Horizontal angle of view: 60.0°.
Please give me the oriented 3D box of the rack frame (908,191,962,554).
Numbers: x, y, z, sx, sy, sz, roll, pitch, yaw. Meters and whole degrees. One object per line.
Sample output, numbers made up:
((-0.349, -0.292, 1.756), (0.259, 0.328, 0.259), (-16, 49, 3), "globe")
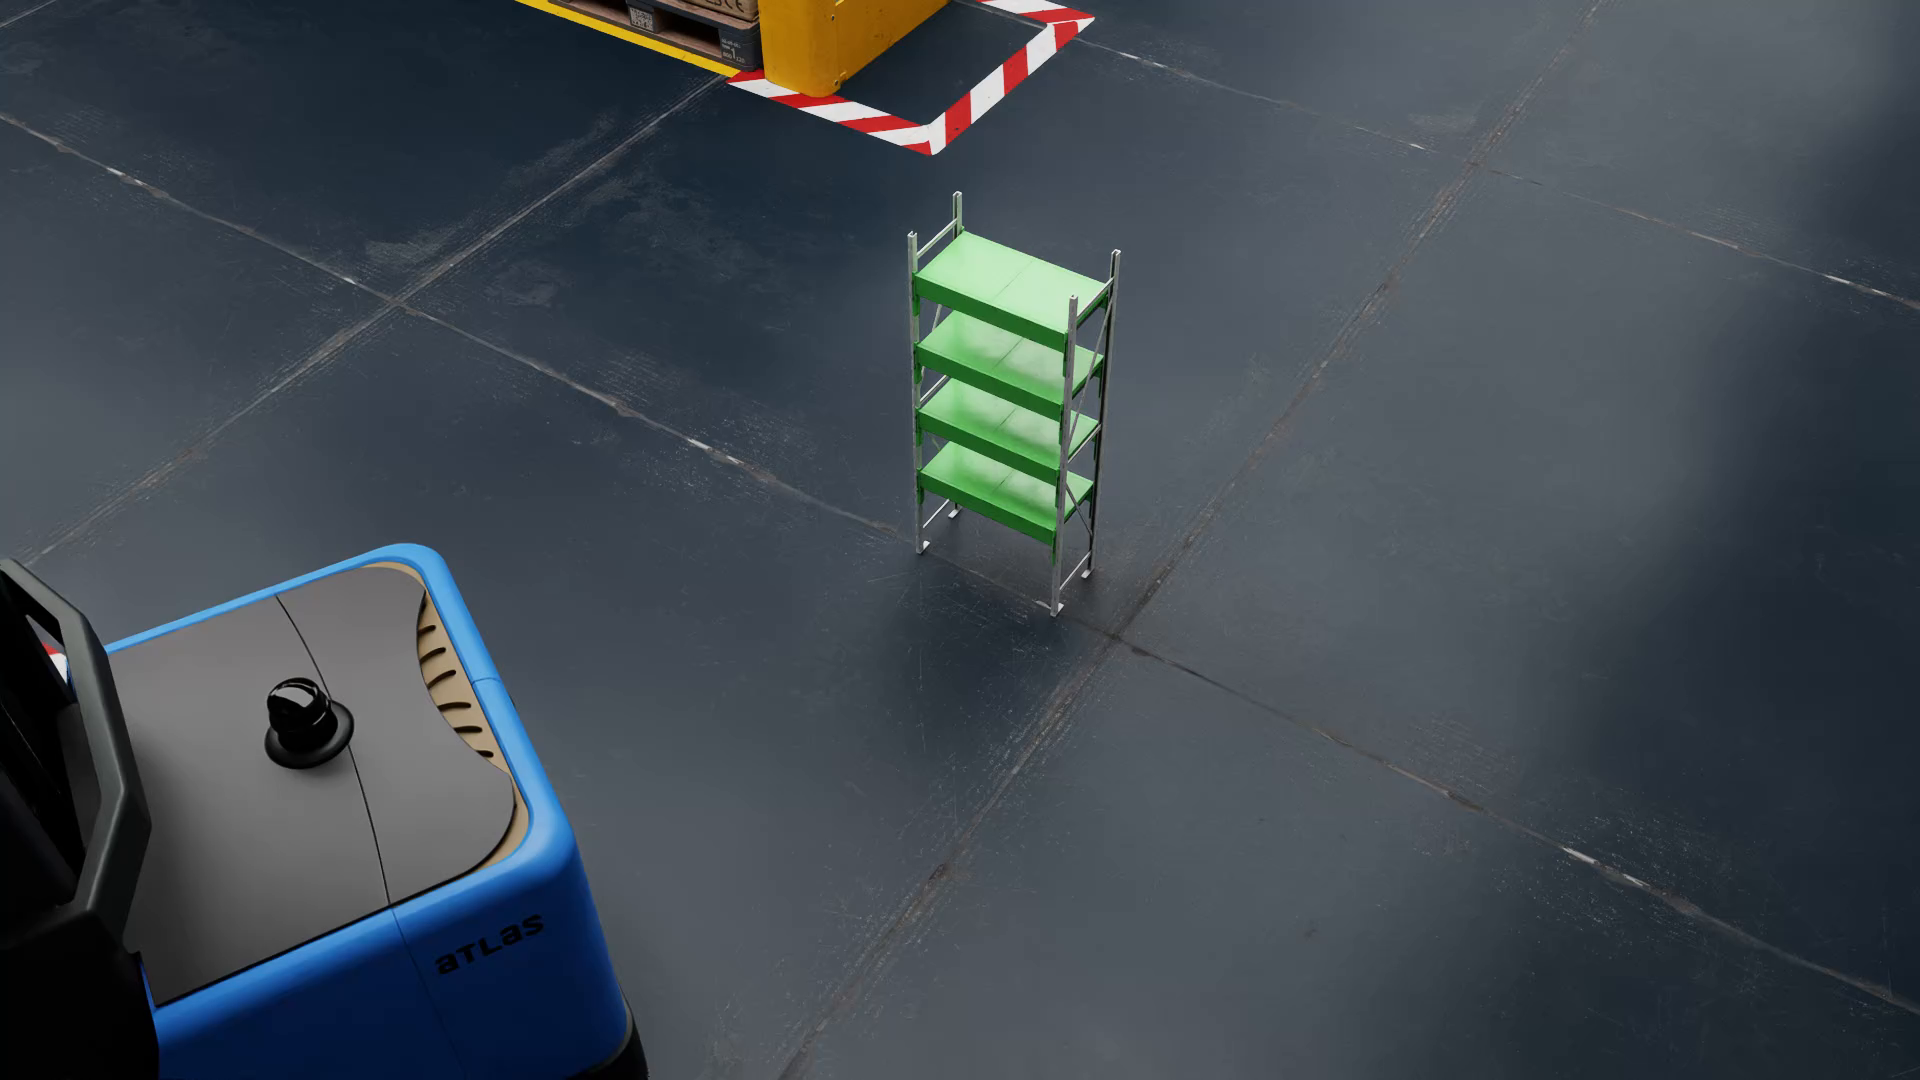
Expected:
((-0.066, -0.449, 4.849), (0.015, 1.200, 0.240), (25, 51, 22), "rack frame")

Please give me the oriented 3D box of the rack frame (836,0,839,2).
((-0.430, -3.337, 6.401), (0.127, 3.000, 1.000), (25, 51, 22), "rack frame")

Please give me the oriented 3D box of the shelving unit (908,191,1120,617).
((0.139, -0.354, 4.757), (0.503, 1.200, 0.258), (25, 51, 22), "shelving unit")

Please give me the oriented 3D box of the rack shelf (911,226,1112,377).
((0.139, -0.644, 4.459), (0.480, 0.148, 0.258), (25, 51, 22), "rack shelf")

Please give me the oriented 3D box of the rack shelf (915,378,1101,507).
((0.139, -0.310, 4.803), (0.480, 0.148, 0.258), (25, 51, 22), "rack shelf")

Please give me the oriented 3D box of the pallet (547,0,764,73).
((-1.146, -2.627, 7.656), (1.213, 0.211, 1.003), (25, 51, 22), "pallet")

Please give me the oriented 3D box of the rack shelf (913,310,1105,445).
((0.139, -0.477, 4.631), (0.480, 0.148, 0.258), (25, 51, 22), "rack shelf")

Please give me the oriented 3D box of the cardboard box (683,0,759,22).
((-1.040, -2.786, 7.359), (0.875, 0.438, 0.875), (23, 50, 21), "cardboard box")

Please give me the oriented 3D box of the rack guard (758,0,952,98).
((-0.410, -2.457, 7.288), (0.348, 0.500, 1.175), (25, 51, 22), "rack guard")

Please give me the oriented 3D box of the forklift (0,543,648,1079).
((-2.276, 0.530, 2.692), (3.031, 2.935, 1.130), (-22, 50, -20), "forklift")

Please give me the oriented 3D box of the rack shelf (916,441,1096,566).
((0.139, -0.142, 4.975), (0.480, 0.148, 0.258), (25, 51, 22), "rack shelf")

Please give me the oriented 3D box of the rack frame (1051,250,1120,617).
((0.345, -0.260, 4.666), (0.015, 1.200, 0.240), (25, 51, 22), "rack frame")
